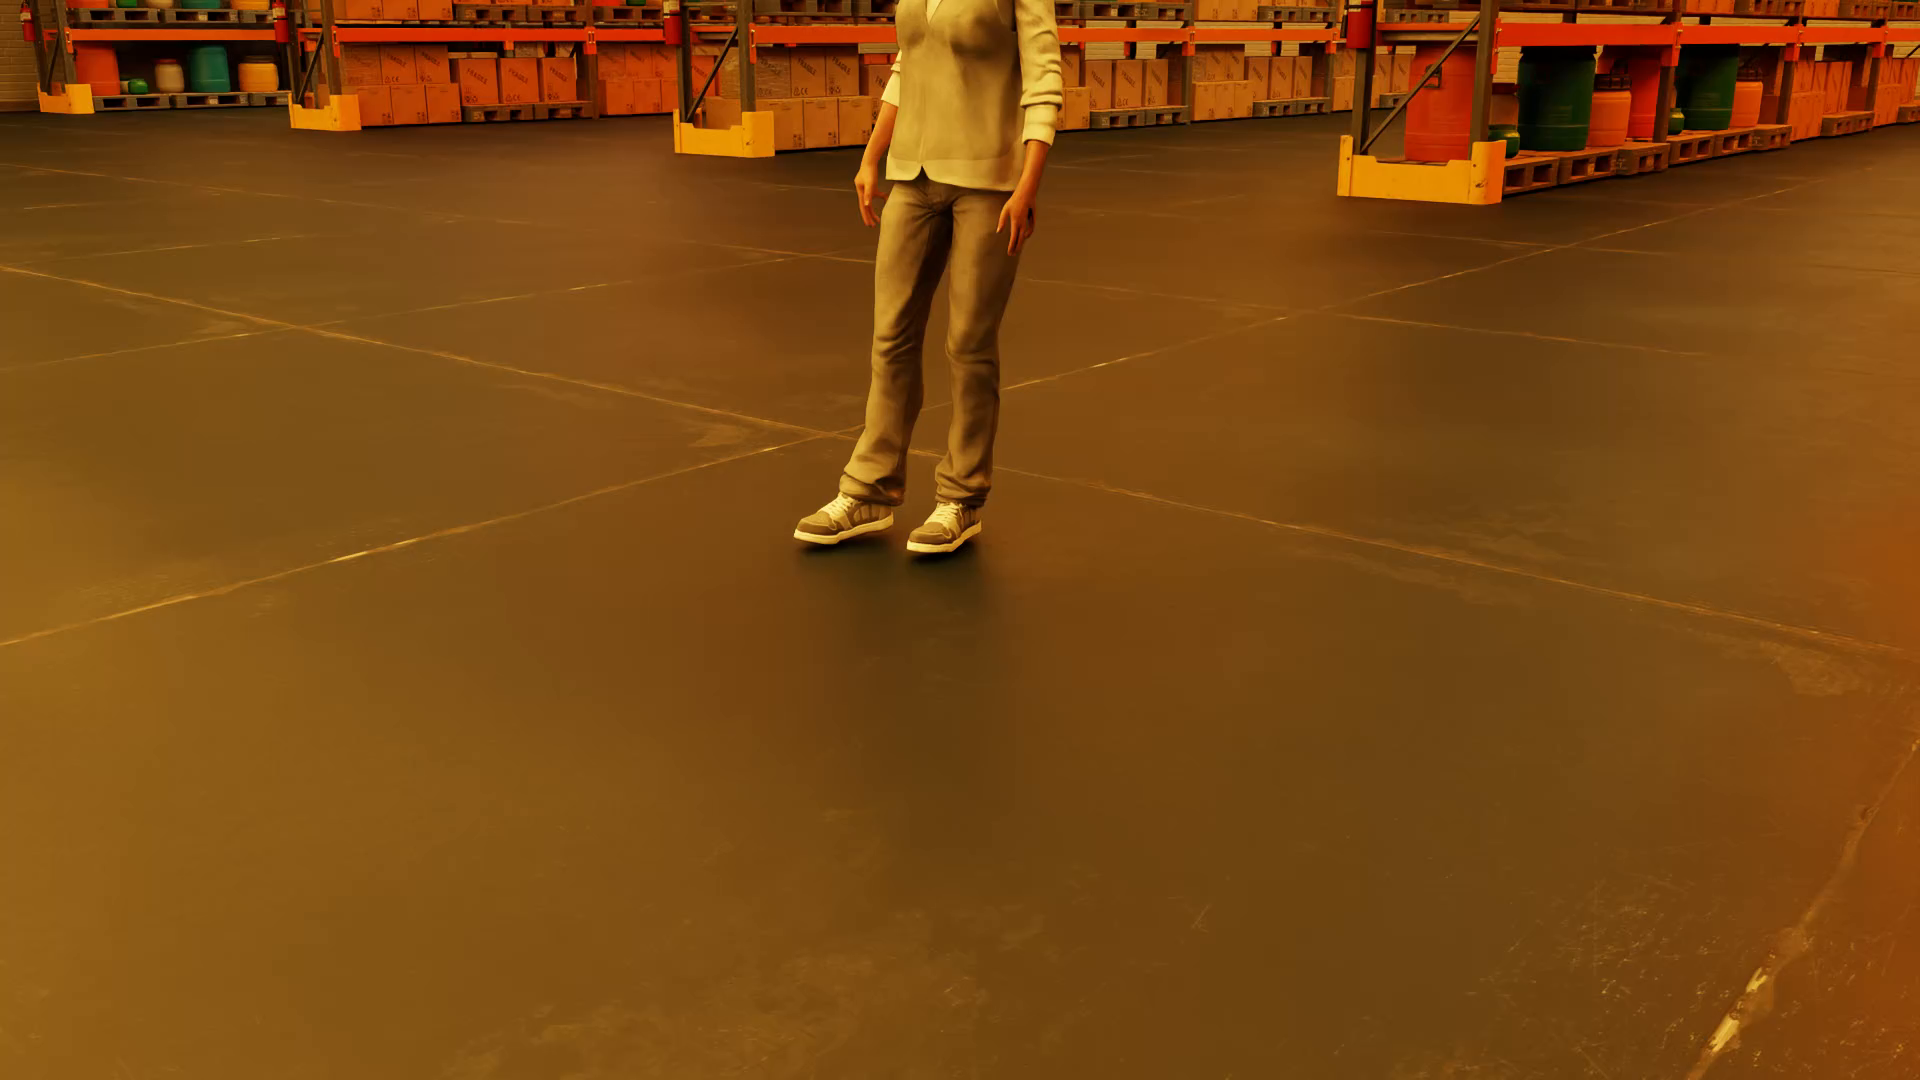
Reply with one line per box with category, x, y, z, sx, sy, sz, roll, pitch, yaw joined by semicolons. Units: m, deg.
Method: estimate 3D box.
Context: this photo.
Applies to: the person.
person;-0.059;-0.757;3.661;0.520;1.599;0.473;13;21;37
